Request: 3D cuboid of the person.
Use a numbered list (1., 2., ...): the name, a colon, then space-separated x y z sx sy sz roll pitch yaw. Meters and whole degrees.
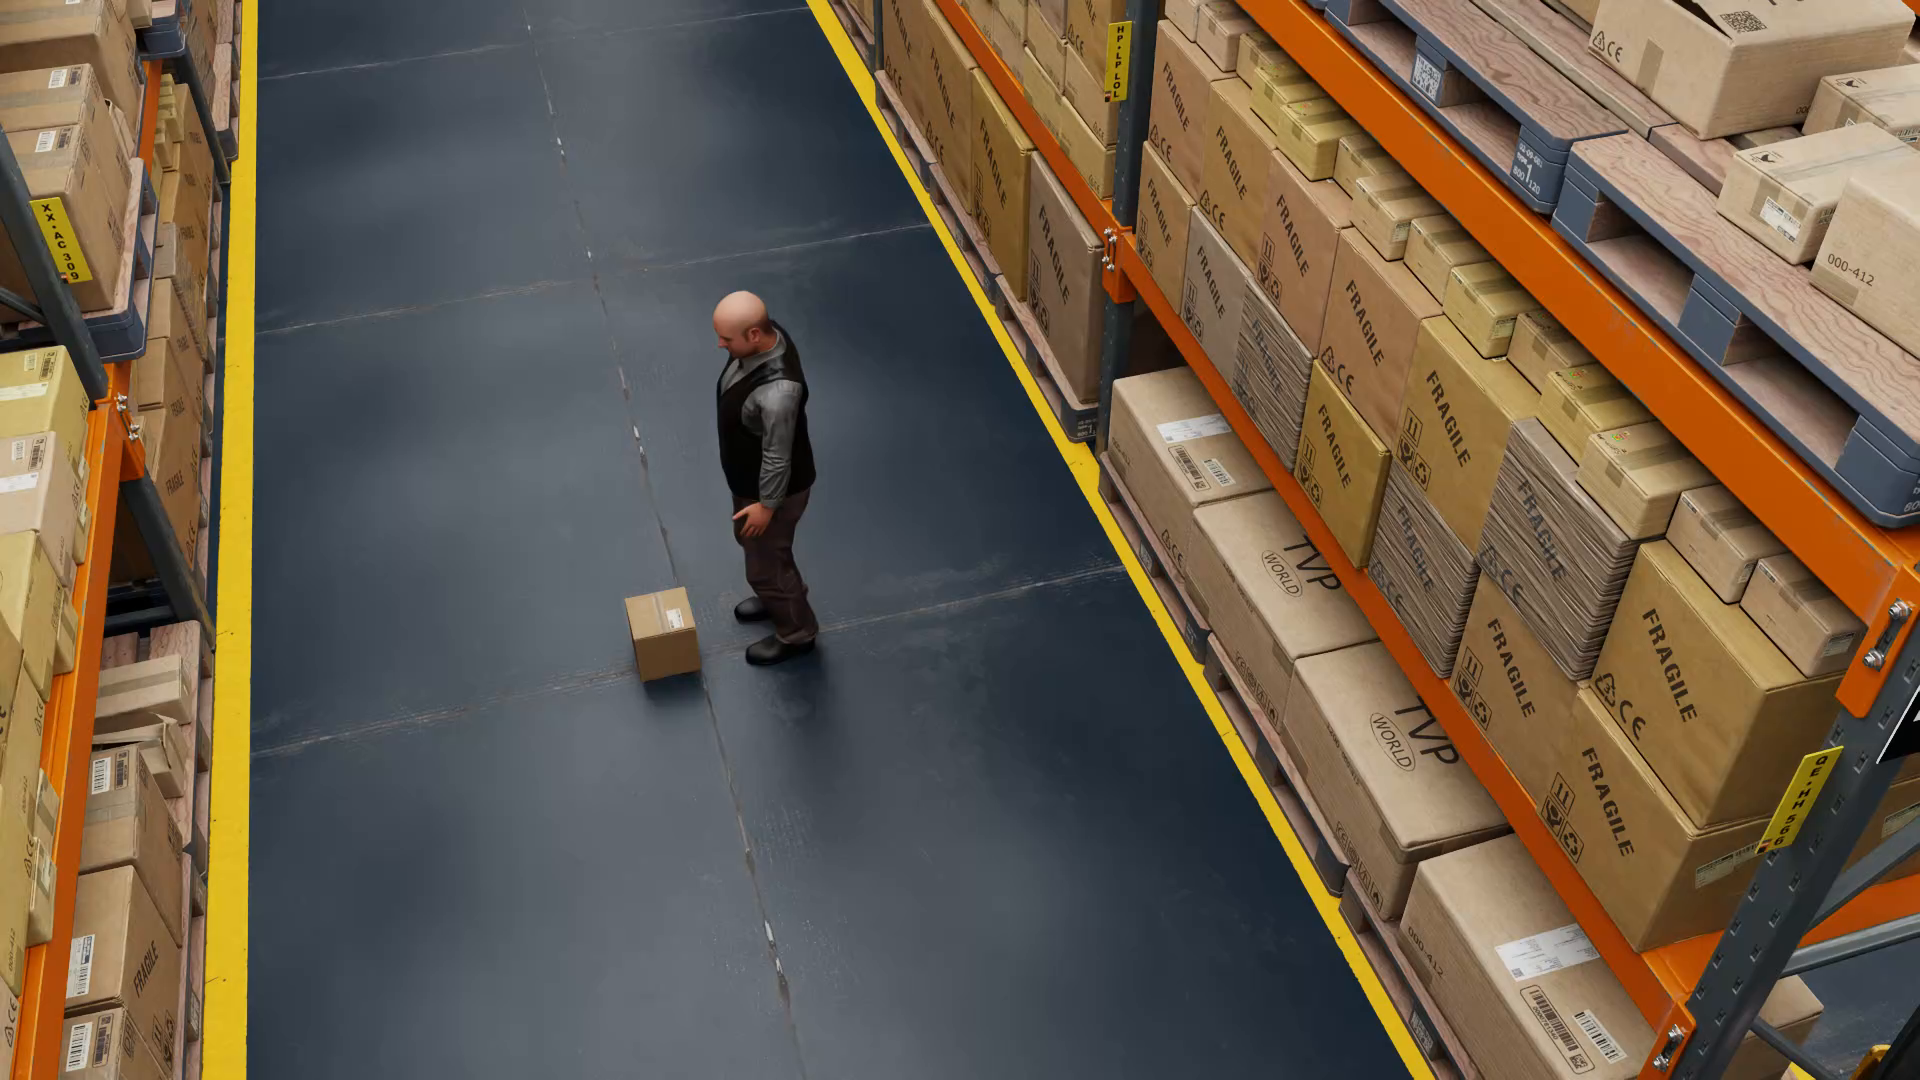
1. person: -0.748 -0.236 6.458 0.361 1.711 0.538 -11 43 -12
